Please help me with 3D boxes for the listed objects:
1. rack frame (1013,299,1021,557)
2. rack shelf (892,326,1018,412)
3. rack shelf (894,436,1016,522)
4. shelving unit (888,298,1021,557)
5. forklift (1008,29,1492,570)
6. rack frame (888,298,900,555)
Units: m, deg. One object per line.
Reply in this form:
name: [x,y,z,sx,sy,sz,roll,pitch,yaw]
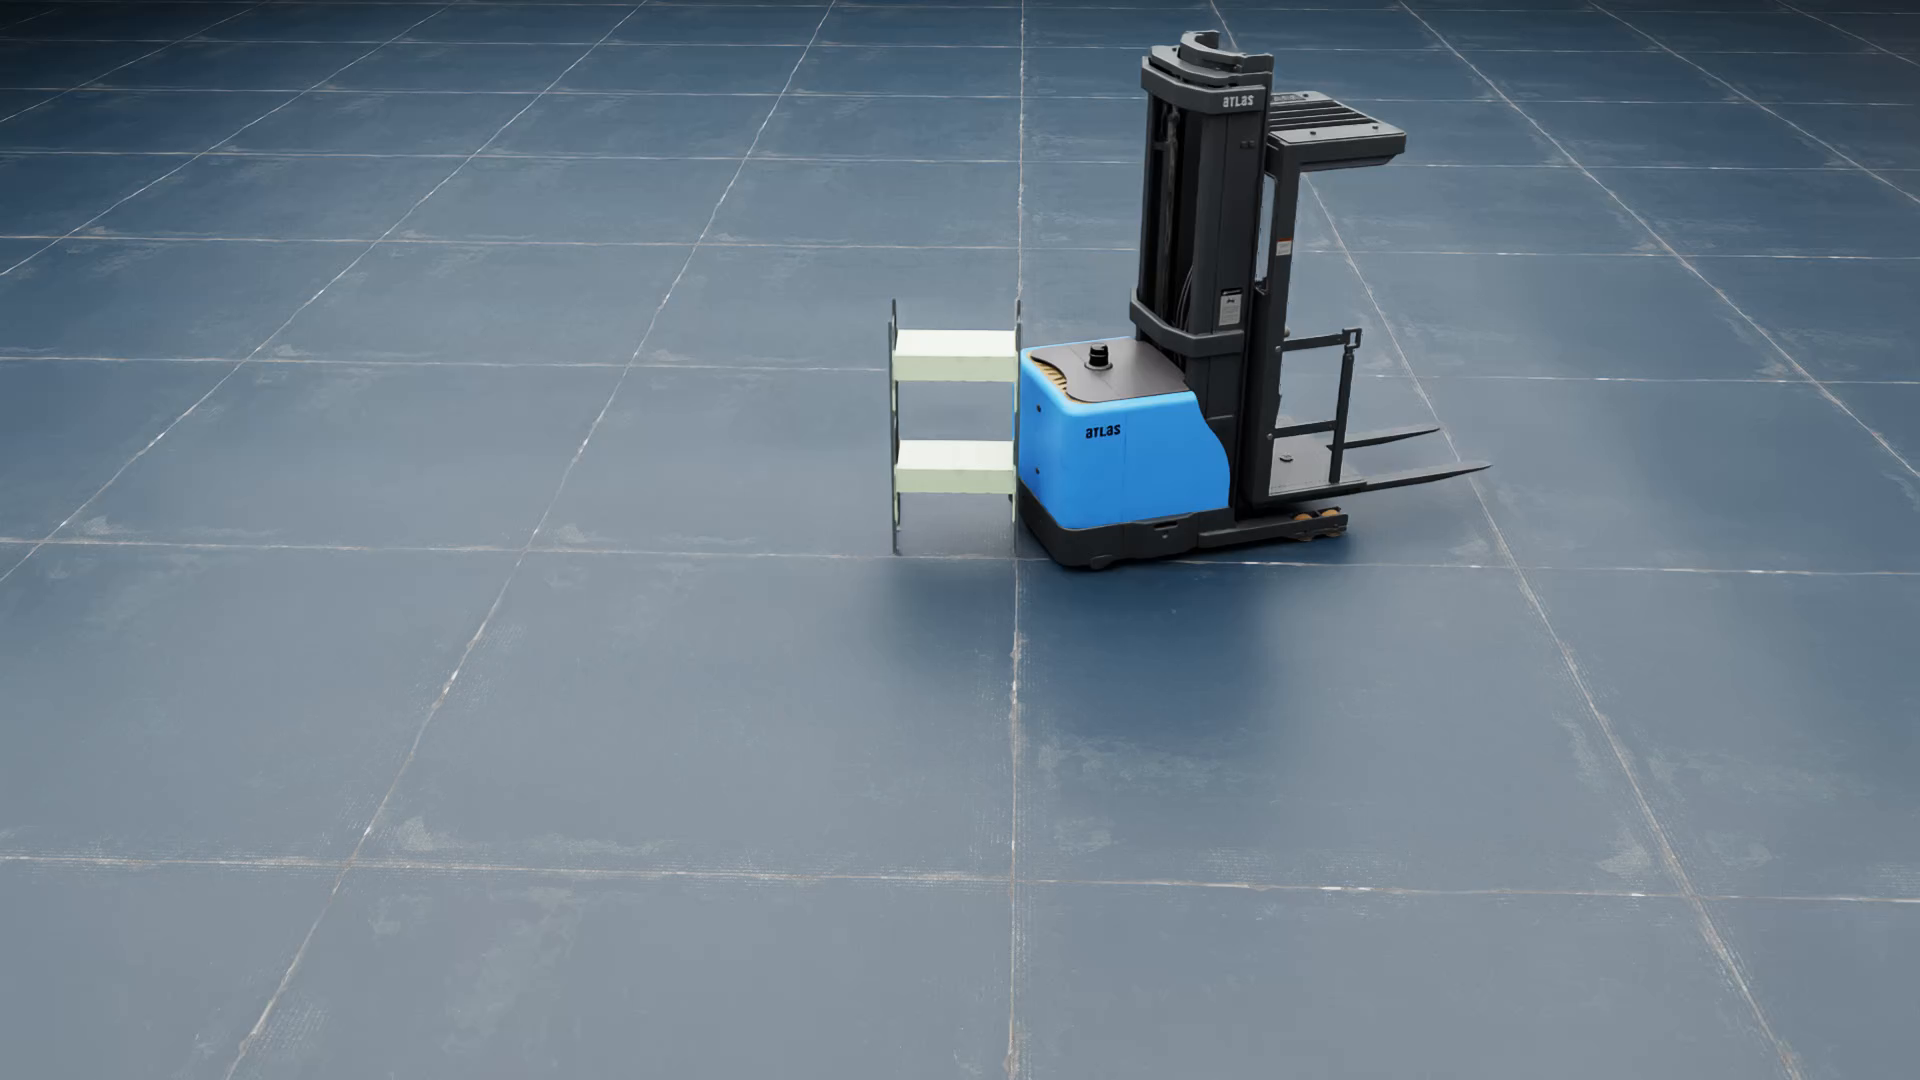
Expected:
rack frame: [0.340,-0.654,9.908,0.023,1.500,0.400,1,28,1]
rack shelf: [-0.025,-1.004,9.734,0.720,0.370,0.431,1,28,1]
rack shelf: [-0.025,-0.371,10.069,0.720,0.370,0.431,1,28,1]
shelving unit: [-0.025,-0.659,9.917,0.755,1.500,0.431,1,28,1]
forklift: [1.884,-1.512,9.998,3.031,2.935,1.130,-9,29,-16]
rack frame: [-0.391,-0.663,9.925,0.023,1.500,0.400,1,28,1]
